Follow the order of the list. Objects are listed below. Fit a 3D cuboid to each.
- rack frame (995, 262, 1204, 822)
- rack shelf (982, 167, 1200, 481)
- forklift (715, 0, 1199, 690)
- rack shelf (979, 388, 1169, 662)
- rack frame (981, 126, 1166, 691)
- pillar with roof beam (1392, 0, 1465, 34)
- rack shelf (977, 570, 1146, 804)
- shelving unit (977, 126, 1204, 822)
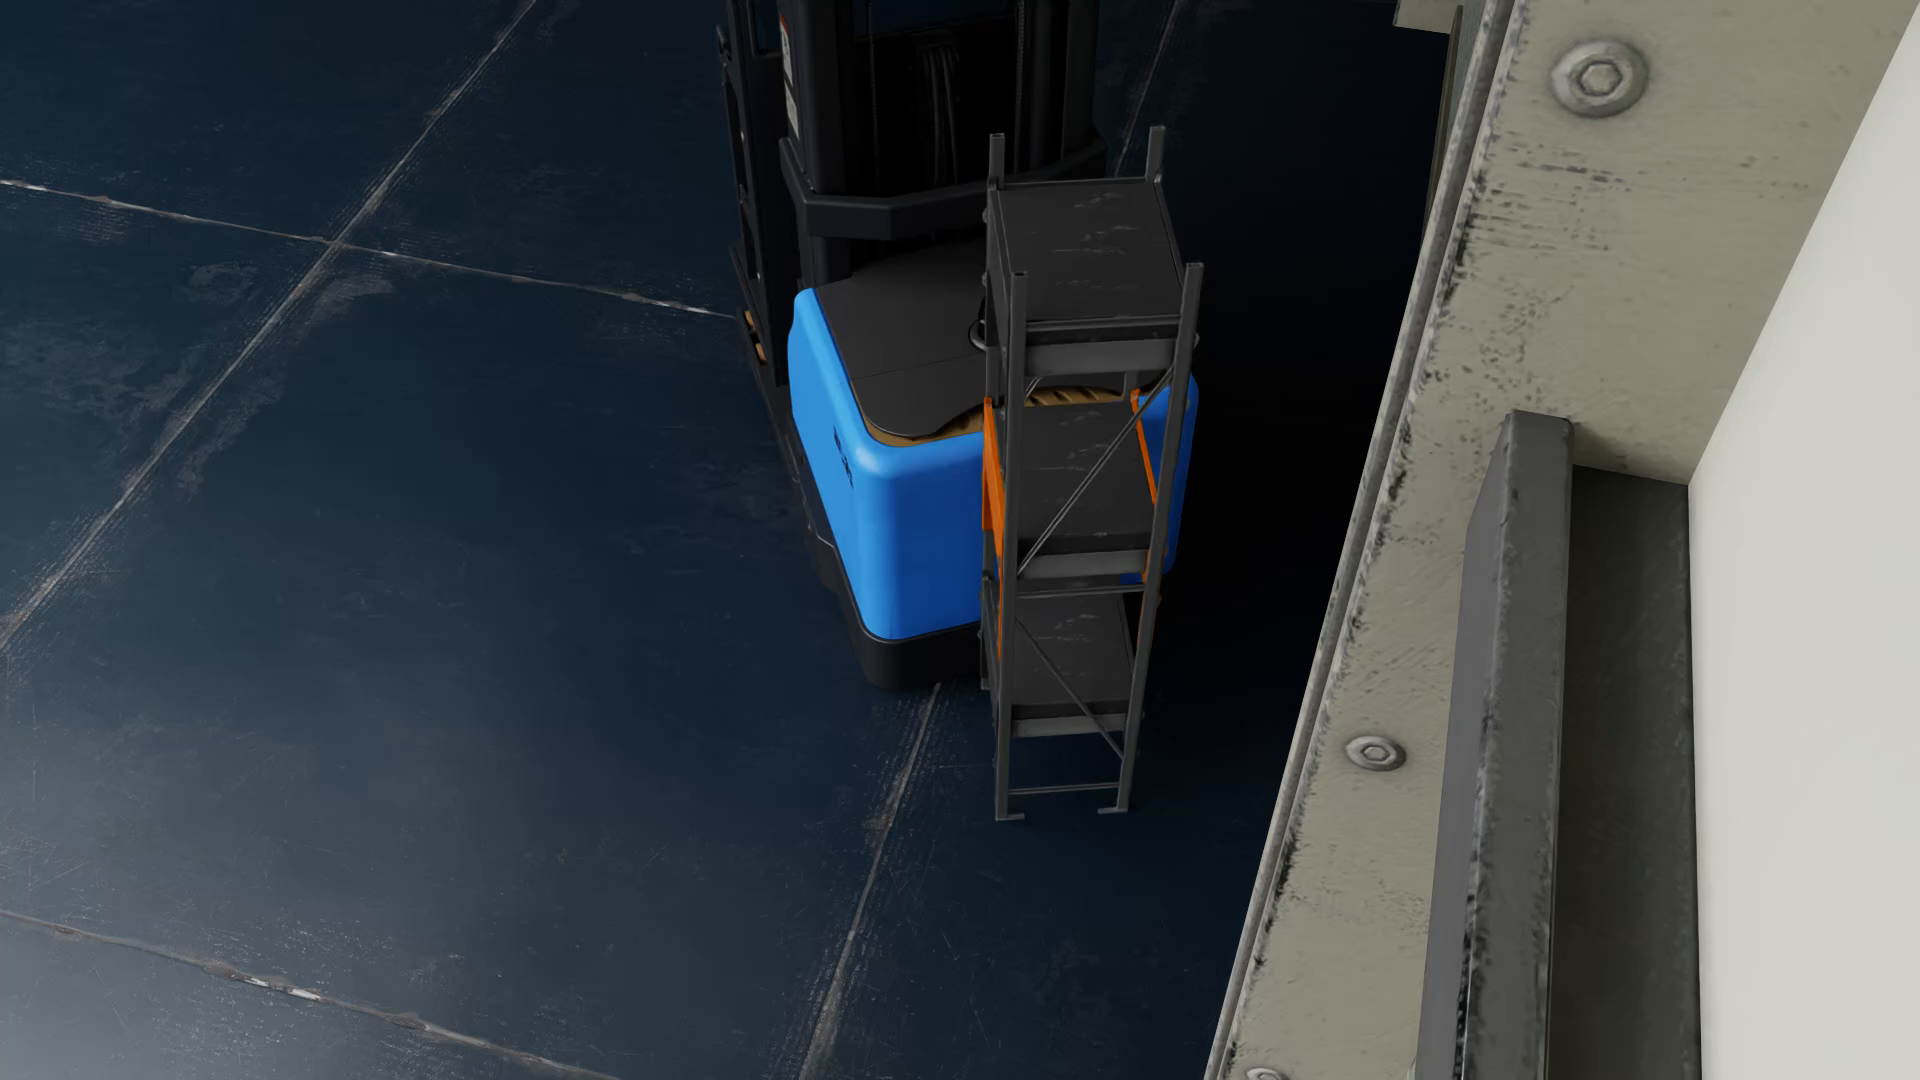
[{"bbox_3d":[0.307,0.135,4.231,0.400,2.100,0.015,-3,49,-3],"label":"rack frame"},{"bbox_3d":[0.287,-0.502,3.877,0.431,0.518,0.480,-3,49,-3],"label":"rack shelf"},{"bbox_3d":[-0.217,-1.630,5.233,1.130,2.935,3.031,-13,50,-11],"label":"forklift"},{"bbox_3d":[0.287,-0.039,4.402,0.431,0.518,0.480,-3,49,-3],"label":"rack shelf"},{"bbox_3d":[0.267,-0.230,4.552,0.400,2.100,0.015,-3,49,-3],"label":"rack frame"},{"bbox_3d":[-1.895,-6.388,5.386,9.100,9.000,0.400,12,50,10],"label":"pillar with roof beam"},{"bbox_3d":[0.287,0.425,4.927,0.431,0.518,0.480,-3,49,-3],"label":"rack shelf"},{"bbox_3d":[0.287,-0.048,4.392,0.431,2.100,0.503,-3,49,-3],"label":"shelving unit"}]
